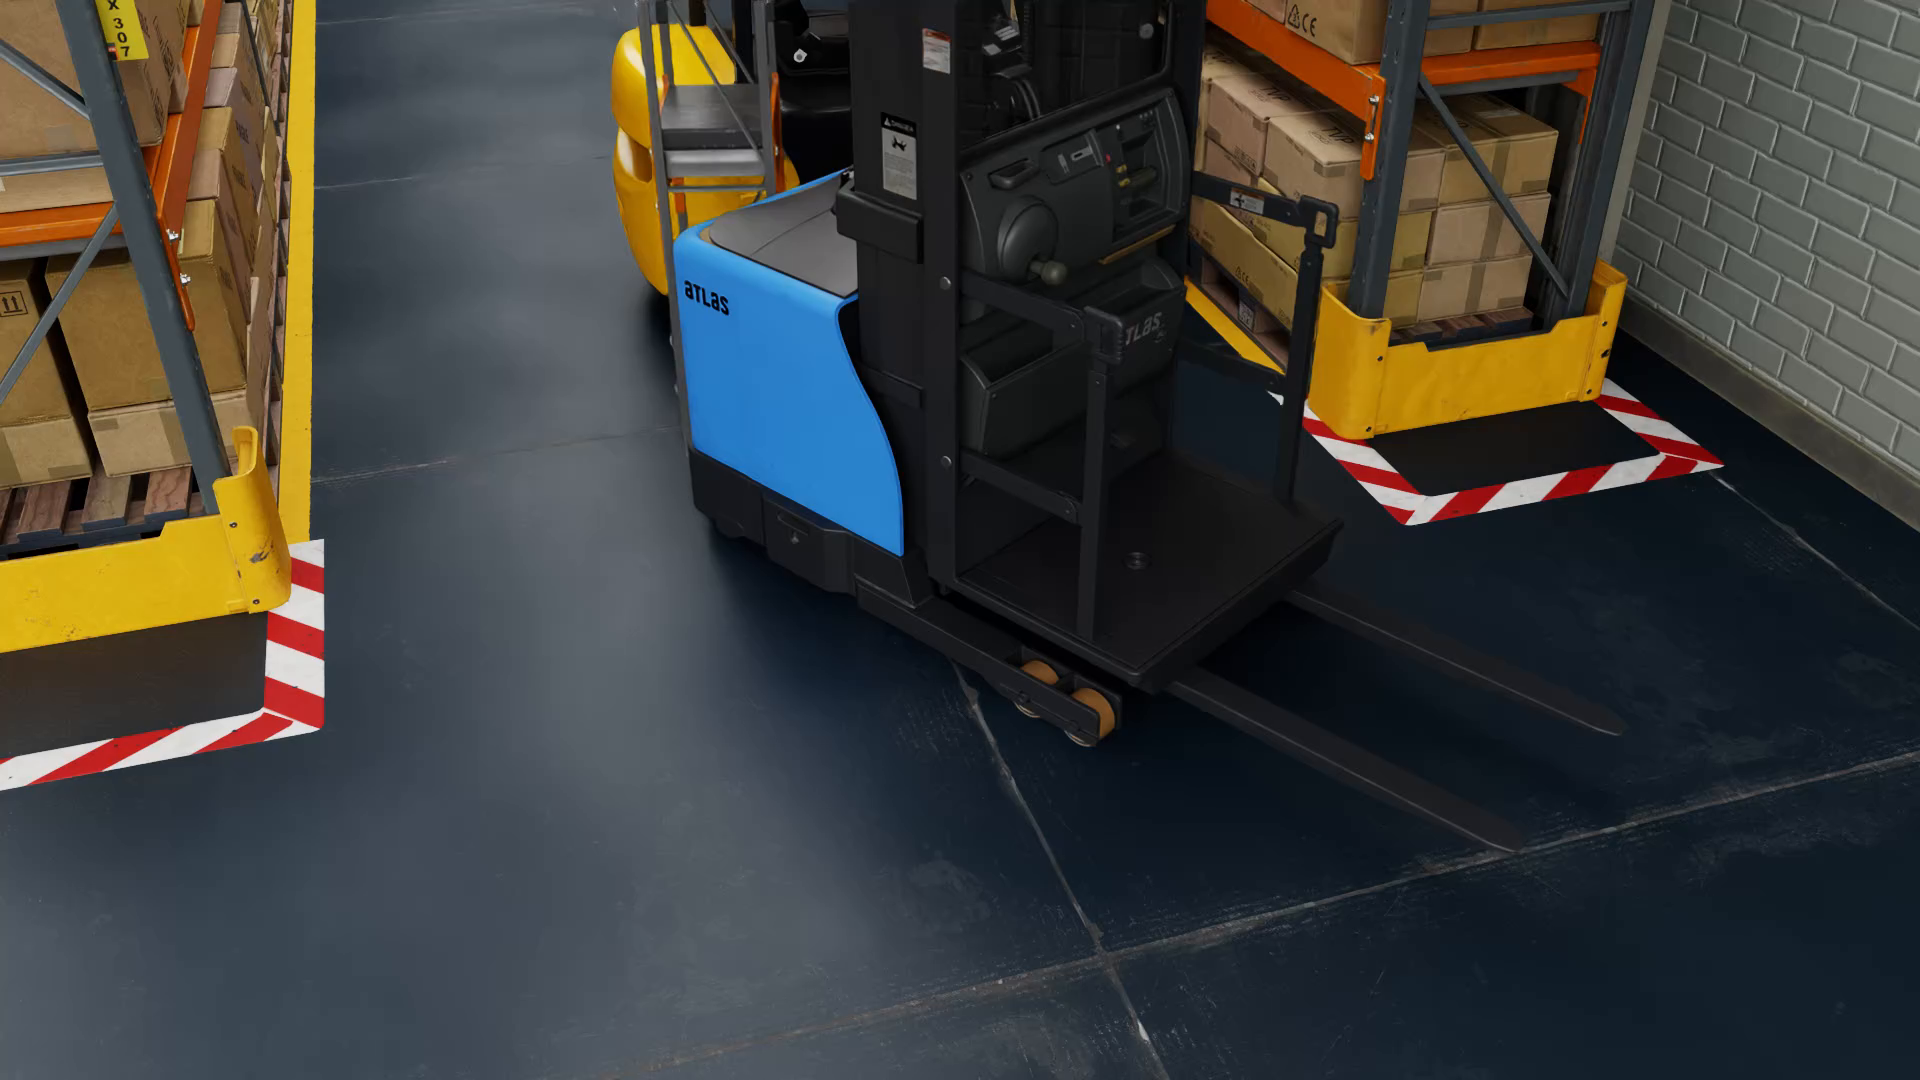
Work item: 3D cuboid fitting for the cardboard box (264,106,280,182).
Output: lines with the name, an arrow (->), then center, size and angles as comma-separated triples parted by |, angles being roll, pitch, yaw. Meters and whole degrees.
cardboard box -> -3.555, -1.850, 7.942 | 0.500, 0.250, 0.500 | -8, 34, -13

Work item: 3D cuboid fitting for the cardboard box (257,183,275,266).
cardboard box -> -3.232, -1.304, 7.116 | 0.500, 0.250, 0.500 | -9, 35, -14

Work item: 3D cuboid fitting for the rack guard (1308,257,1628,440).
rack guard -> 1.963, -0.768, 6.459 | 1.175, 0.500, 0.348 | -10, 35, -15

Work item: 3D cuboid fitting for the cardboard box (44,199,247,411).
cardboard box -> -2.761, -0.810, 5.688 | 0.500, 0.500, 0.500 | -11, 35, -16

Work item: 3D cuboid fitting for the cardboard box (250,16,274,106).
cardboard box -> -4.153, -2.441, 8.725 | 0.950, 0.372, 0.625 | -10, 35, -14

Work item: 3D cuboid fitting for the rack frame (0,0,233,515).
rack frame -> -2.771, -0.987, 4.523 | 1.000, 3.000, 0.127 | -10, 35, -15

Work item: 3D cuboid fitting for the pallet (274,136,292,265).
pallet -> -3.752, -1.577, 7.945 | 1.003, 0.211, 1.213 | -10, 35, -15

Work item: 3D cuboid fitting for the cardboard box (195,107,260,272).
cardboard box -> -3.070, -1.349, 6.503 | 0.500, 0.500, 0.500 | -9, 35, -14

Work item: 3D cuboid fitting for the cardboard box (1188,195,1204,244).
cardboard box -> 1.224, -1.572, 7.521 | 0.500, 0.250, 0.500 | -10, 35, -14

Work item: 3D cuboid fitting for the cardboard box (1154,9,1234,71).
cardboard box -> 1.046, -2.256, 7.649 | 0.500, 0.250, 0.500 | -11, 35, -16

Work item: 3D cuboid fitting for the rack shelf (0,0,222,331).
rack shelf -> -3.381, -1.737, 6.310 | 1.077, 0.370, 4.000 | -10, 35, -15

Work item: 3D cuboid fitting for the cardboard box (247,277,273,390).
cardboard box -> -2.902, -0.754, 6.284 | 0.500, 0.250, 0.500 | -9, 34, -13

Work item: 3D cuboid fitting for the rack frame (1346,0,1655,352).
rack frame -> 1.955, -1.823, 5.789 | 1.000, 3.000, 0.127 | -10, 35, -15

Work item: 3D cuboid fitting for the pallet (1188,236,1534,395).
pallet -> 1.682, -1.055, 7.154 | 1.003, 0.211, 1.213 | -10, 35, -15

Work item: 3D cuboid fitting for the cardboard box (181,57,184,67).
cardboard box -> -2.916, -1.649, 5.753 | 0.380, 0.149, 0.250 | -9, 35, -13

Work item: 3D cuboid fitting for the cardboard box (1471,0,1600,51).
cardboard box -> 2.069, -2.172, 6.225 | 0.500, 0.500, 0.500 | -9, 34, -13

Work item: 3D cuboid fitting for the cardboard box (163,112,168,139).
cardboard box -> -2.771, -1.378, 5.343 | 0.380, 0.149, 0.250 | -11, 35, -16

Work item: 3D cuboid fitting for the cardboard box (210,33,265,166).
cardboard box -> -3.398, -1.896, 7.331 | 0.500, 0.500, 0.500 | -9, 35, -14

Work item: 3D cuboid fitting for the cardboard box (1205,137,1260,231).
cardboard box -> 1.366, -1.528, 7.002 | 0.500, 0.250, 0.500 | -10, 35, -15

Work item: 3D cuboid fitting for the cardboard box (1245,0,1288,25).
cardboard box -> 1.406, -2.353, 6.500 | 0.500, 0.500, 0.500 | -9, 34, -13

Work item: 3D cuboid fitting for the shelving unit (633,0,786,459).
shelving unit -> -0.839, -1.323, 5.847 | 0.431, 2.100, 0.503 | -2, 33, -3

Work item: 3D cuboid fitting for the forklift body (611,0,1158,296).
forklift body -> -0.361, -2.158, 7.065 | 2.313, 2.155, 1.214 | -10, 35, -15

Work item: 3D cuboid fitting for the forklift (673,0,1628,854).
forklift -> 0.496, -0.951, 4.531 | 3.031, 2.935, 1.130 | 27, 42, 34

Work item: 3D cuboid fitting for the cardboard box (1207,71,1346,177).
cardboard box -> 1.356, -1.725, 6.846 | 0.500, 0.250, 0.500 | -9, 35, -14

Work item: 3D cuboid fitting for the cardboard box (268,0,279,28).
cardboard box -> -4.589, -3.182, 9.848 | 0.950, 0.372, 0.625 | -9, 34, -13

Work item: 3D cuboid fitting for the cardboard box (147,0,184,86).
cardboard box -> -2.812, -1.719, 5.271 | 0.500, 0.500, 0.500 | -9, 35, -13

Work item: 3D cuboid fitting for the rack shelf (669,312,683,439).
rack shelf -> -0.839, -0.727, 6.240 | 0.431, 0.518, 0.480 | -2, 33, -3

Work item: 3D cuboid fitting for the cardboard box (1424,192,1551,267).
cardboard box -> 2.010, -1.342, 6.720 | 0.500, 0.250, 0.500 | -9, 35, -14

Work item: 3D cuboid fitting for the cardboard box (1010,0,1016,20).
cardboard box -> 0.589, -2.854, 9.008 | 0.500, 0.250, 0.500 | -10, 35, -15

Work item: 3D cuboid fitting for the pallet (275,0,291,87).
pallet -> -4.606, -2.974, 10.059 | 1.003, 0.211, 1.213 | -10, 35, -15

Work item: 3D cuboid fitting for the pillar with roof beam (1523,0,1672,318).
pillar with roof beam -> -1.499, -4.120, 3.822 | 9.100, 9.000, 0.400 | -10, 35, -15

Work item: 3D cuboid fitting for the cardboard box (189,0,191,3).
cardboard box -> -3.132, -2.252, 6.077 | 0.500, 0.500, 0.500 | -11, 35, -16

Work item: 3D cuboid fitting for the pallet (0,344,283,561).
pallet -> -3.008, -0.296, 6.006 | 1.003, 0.211, 1.213 | -10, 35, -15

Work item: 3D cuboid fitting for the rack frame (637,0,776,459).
rack frame -> -0.825, -1.188, 5.644 | 0.400, 2.100, 0.015 | -2, 33, -3

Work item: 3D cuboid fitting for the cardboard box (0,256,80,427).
cardboard box -> -3.263, -0.704, 5.528 | 0.500, 0.500, 0.500 | -10, 35, -14

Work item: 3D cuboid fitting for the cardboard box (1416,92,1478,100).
cardboard box -> 1.833, -1.815, 6.981 | 0.500, 0.250, 0.500 | -10, 35, -15

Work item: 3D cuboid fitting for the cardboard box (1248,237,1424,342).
cardboard box -> 1.511, -1.045, 6.724 | 0.500, 0.250, 0.500 | -10, 35, -14
